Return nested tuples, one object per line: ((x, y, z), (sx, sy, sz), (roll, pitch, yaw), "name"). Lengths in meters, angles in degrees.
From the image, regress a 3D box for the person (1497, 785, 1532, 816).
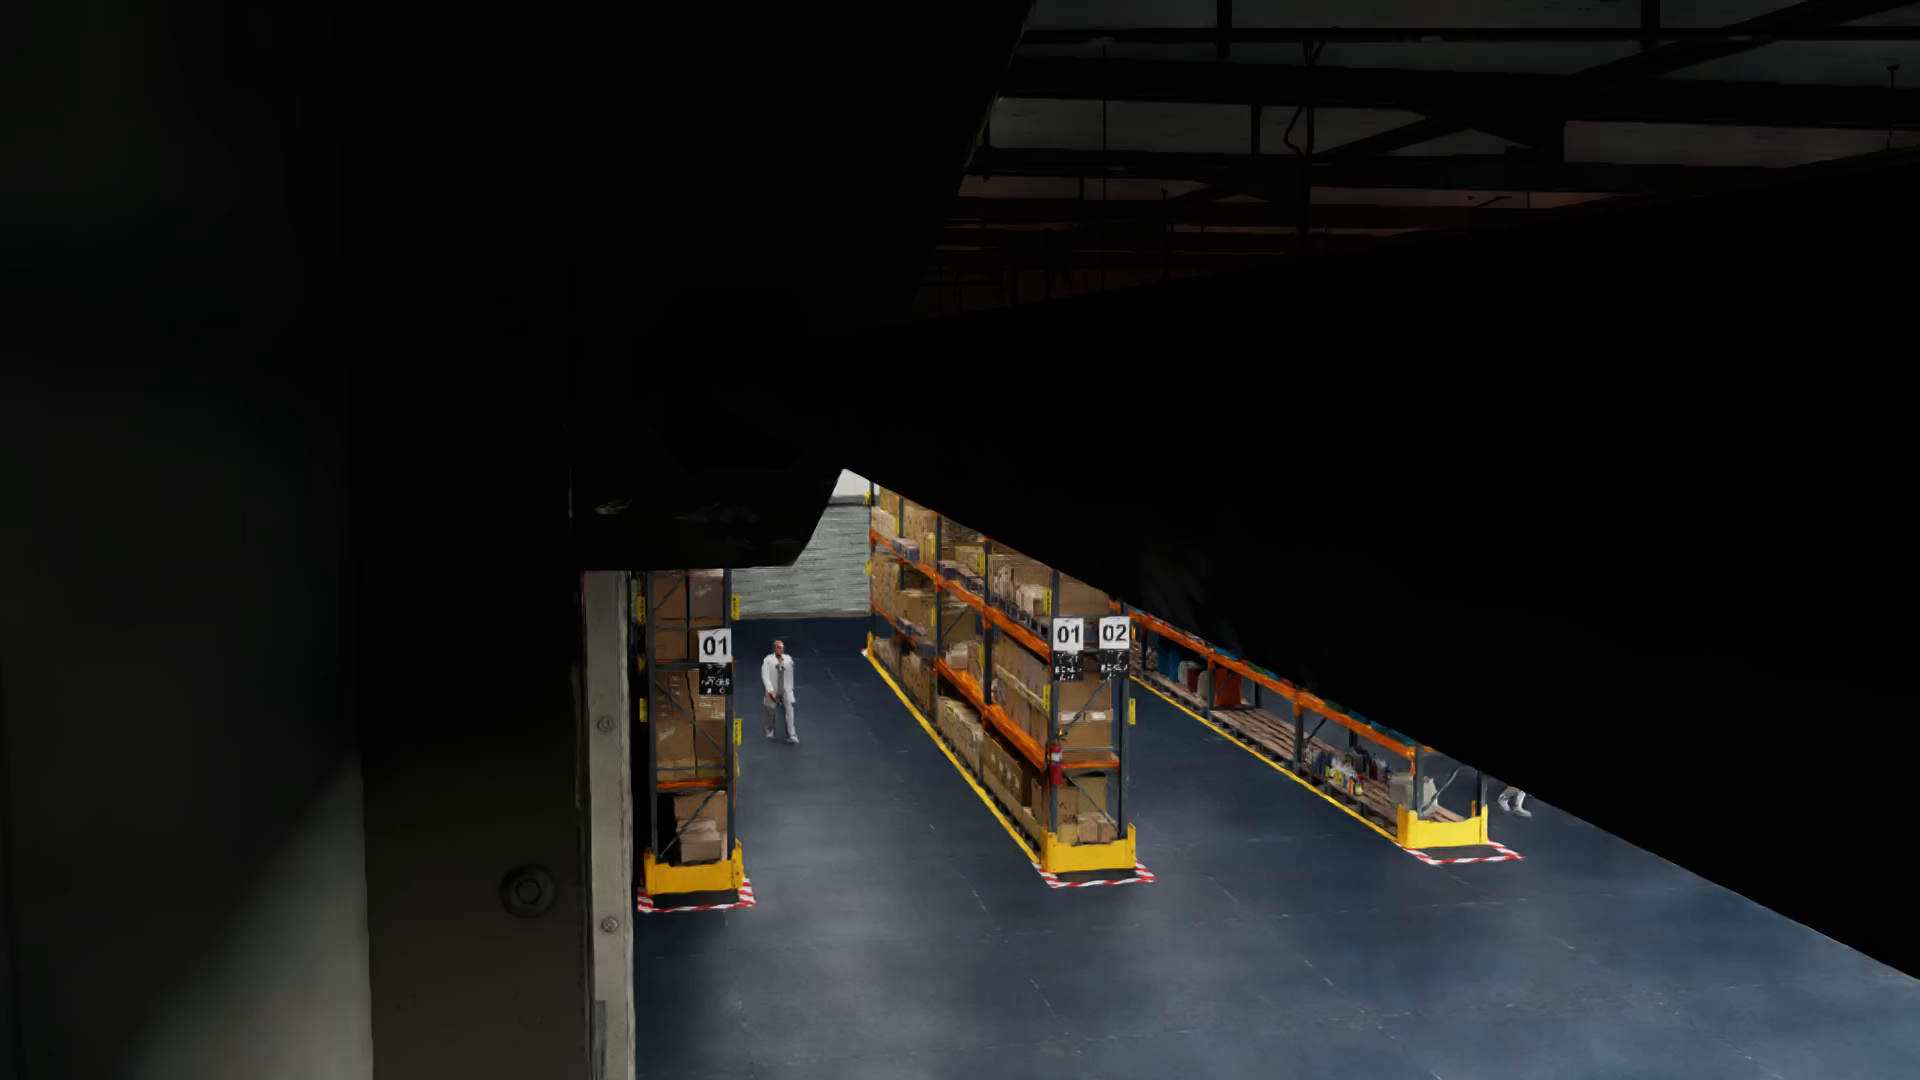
((7.905, 3.056, 23.486), (0.519, 1.671, 0.530), (5, 8, 42), "person")

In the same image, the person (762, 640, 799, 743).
((-3.060, 2.535, 28.041), (0.580, 1.715, 1.103), (-2, 6, -19), "person")
